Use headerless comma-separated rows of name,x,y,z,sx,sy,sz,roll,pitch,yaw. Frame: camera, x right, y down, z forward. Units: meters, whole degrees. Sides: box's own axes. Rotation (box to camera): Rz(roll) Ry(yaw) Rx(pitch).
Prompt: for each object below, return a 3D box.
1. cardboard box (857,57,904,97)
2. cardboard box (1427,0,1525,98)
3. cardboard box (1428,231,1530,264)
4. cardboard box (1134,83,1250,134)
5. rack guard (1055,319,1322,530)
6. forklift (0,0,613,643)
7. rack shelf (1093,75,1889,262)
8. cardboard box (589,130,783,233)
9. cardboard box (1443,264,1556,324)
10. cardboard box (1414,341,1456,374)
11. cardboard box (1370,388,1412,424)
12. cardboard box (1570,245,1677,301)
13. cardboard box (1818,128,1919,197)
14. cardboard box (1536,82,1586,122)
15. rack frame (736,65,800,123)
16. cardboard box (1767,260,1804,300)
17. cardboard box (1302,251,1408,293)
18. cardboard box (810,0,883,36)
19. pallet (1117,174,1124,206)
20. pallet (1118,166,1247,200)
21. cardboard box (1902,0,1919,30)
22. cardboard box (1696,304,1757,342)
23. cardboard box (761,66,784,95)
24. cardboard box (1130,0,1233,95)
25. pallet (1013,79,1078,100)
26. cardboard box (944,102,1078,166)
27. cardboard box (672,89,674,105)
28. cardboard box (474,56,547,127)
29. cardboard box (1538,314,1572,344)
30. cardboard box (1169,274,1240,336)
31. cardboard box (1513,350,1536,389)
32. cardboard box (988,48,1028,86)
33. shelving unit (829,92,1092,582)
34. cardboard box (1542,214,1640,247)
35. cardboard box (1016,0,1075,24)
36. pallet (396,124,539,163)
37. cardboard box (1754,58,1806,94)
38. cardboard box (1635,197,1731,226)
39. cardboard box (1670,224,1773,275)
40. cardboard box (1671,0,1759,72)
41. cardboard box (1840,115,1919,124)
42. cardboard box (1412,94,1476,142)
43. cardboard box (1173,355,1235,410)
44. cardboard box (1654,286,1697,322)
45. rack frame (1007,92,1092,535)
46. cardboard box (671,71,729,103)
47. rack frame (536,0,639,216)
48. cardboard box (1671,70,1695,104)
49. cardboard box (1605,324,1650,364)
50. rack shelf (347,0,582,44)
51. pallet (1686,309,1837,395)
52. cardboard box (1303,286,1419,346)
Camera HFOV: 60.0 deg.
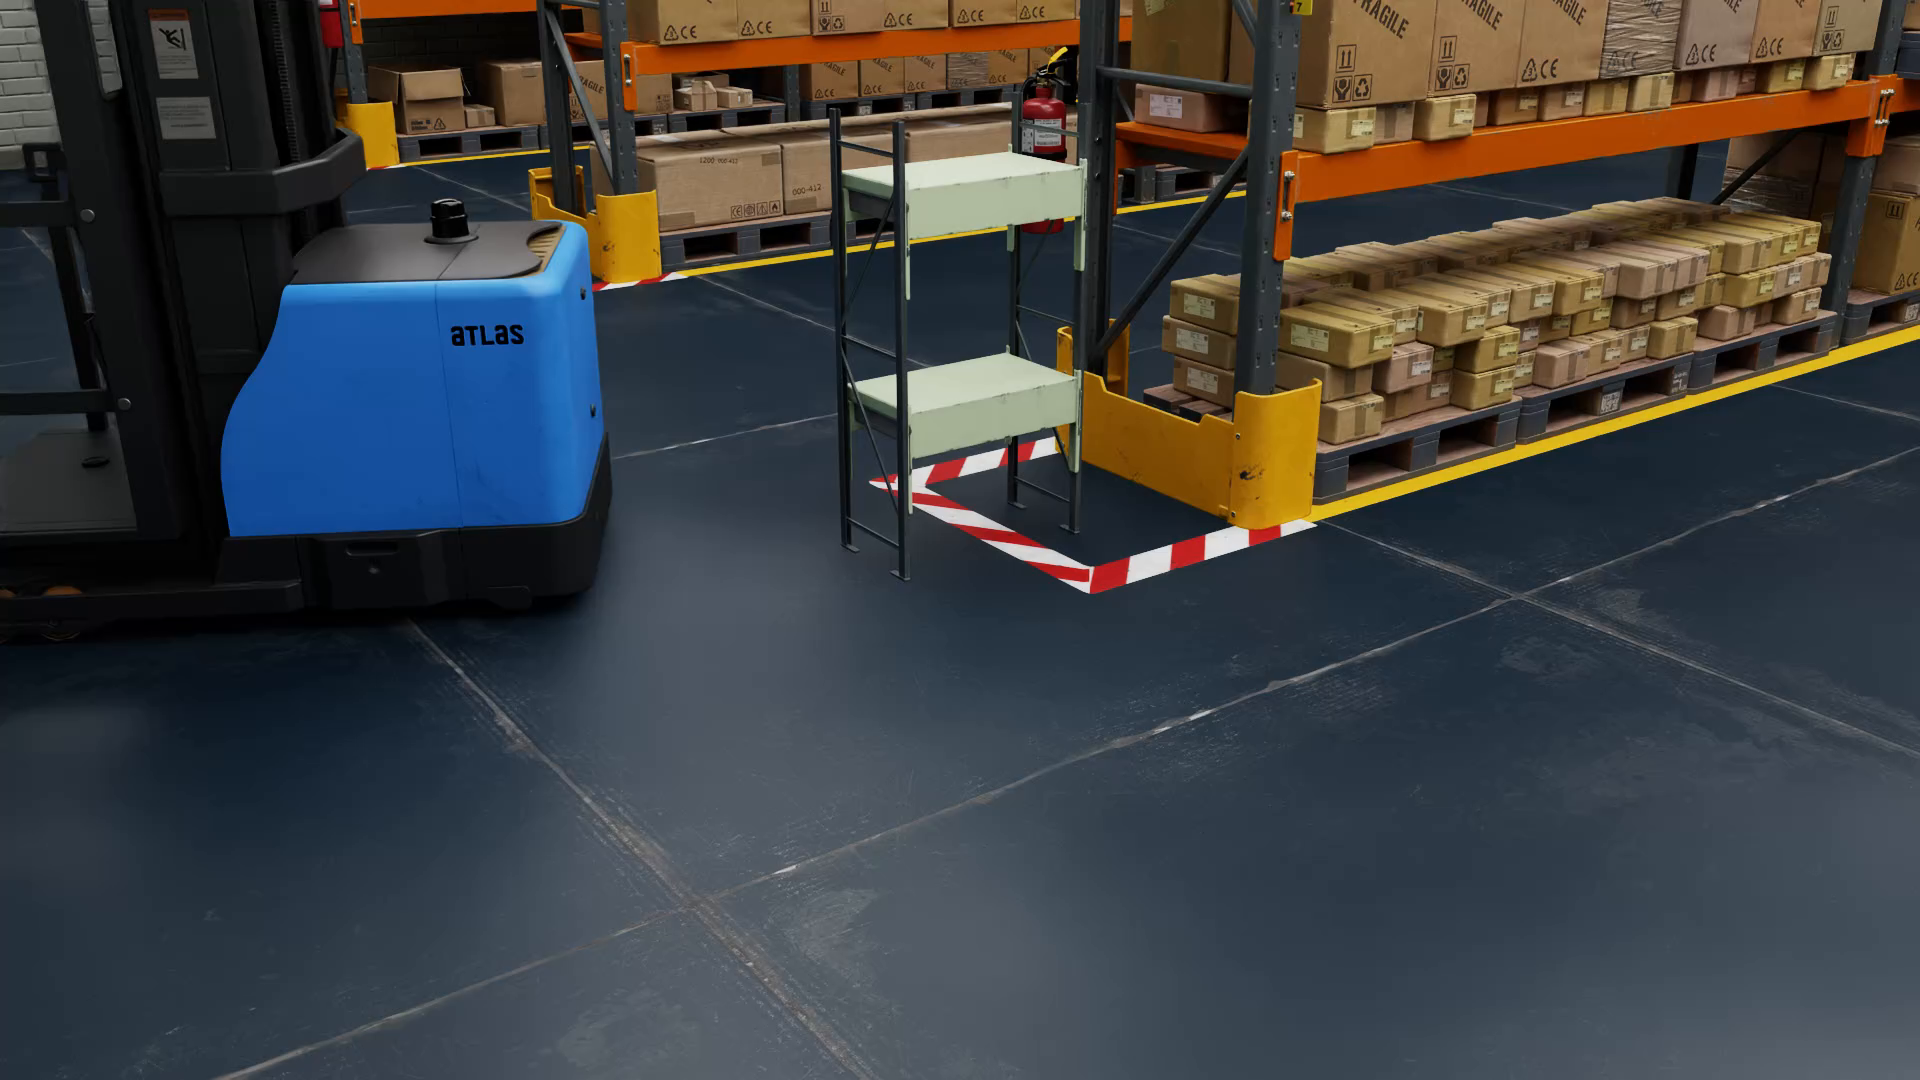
cardboard box,-0.894,-4.630,16.259,0.500,0.500,0.500,-15,26,-34
cardboard box,1.729,-1.937,6.168,0.500,0.500,0.500,-15,26,-33
cardboard box,2.346,-1.285,7.548,0.250,0.149,0.380,-15,26,-33
cardboard box,0.883,-1.654,6.333,0.250,0.149,0.380,-15,26,-33
rack guard,0.845,-0.471,6.401,0.348,0.500,1.175,-15,26,-33
forklift,-2.738,-1.220,5.085,3.031,2.867,1.129,-2,22,-6
rack shelf,2.407,-1.714,7.115,4.000,0.370,1.077,-15,26,-33
cardboard box,-1.712,-2.261,10.405,0.875,0.438,0.875,-16,27,-35
cardboard box,2.223,-1.021,6.886,0.250,0.149,0.380,-14,26,-31
cardboard box,1.761,-0.782,6.688,0.250,0.149,0.380,-15,26,-32
cardboard box,1.560,-0.585,6.594,0.250,0.149,0.380,-15,26,-33
cardboard box,2.878,-1.169,7.255,0.250,0.149,0.380,-16,27,-35
cardboard box,4.784,-1.944,8.515,0.500,0.250,0.500,-16,27,-35
cardboard box,2.251,-1.773,6.632,0.250,0.149,0.380,-16,27,-34
rack frame,-1.845,-5.441,15.484,0.127,3.000,1.000,-15,26,-33
cardboard box,3.748,-1.264,7.895,0.250,0.149,0.380,-16,27,-35
cardboard box,1.686,-1.122,7.137,0.250,0.149,0.380,-16,27,-35
cardboard box,-0.815,-3.369,10.157,0.500,0.500,0.500,-15,26,-33
pallet,0.394,-2.512,11.907,1.213,0.211,1.003,-15,26,-33
pallet,1.640,-2.843,12.736,1.213,0.211,1.003,-15,26,-33
cardboard box,4.619,-2.506,7.902,0.250,0.149,0.380,-16,27,-35
cardboard box,3.474,-1.057,7.778,0.250,0.149,0.380,-16,27,-35
cardboard box,-1.619,-4.670,16.359,0.500,0.500,0.500,-15,26,-33
cardboard box,0.998,-1.975,6.261,0.500,0.500,0.500,-14,26,-32
pallet,0.774,-4.861,17.794,1.213,0.211,1.003,-15,26,-33
cardboard box,0.485,-2.850,11.881,0.875,0.438,0.875,-15,26,-34
cardboard box,-2.871,-4.146,15.519,0.250,0.149,0.380,-15,26,-34
cardboard box,-3.823,-3.886,14.394,0.500,0.500,0.700,-14,26,-31
cardboard box,2.388,-0.962,7.140,0.250,0.149,0.380,-13,25,-30
cardboard box,1.065,-0.953,6.715,0.250,0.149,0.380,-15,26,-32
cardboard box,2.181,-0.747,7.000,0.250,0.149,0.380,-15,26,-33
cardboard box,0.349,-4.965,17.098,0.500,0.500,0.500,-14,25,-31
shelving unit,0.005,-0.698,5.622,0.755,1.500,0.431,-15,26,-33
cardboard box,2.996,-1.441,7.939,0.250,0.149,0.380,-16,27,-34
cardboard box,0.416,-3.704,10.998,0.500,0.500,0.500,-16,27,-34
pallet,-4.383,-3.469,14.306,1.213,0.211,1.003,-15,26,-33
cardboard box,3.538,-2.104,7.460,0.250,0.149,0.380,-14,26,-31
cardboard box,3.629,-1.616,8.376,0.250,0.149,0.380,-14,26,-31
cardboard box,3.511,-1.350,7.709,0.250,0.149,0.380,-15,26,-33
cardboard box,2.976,-2.257,6.968,0.500,0.500,0.500,-15,26,-33
cardboard box,4.912,-2.208,9.176,0.500,0.250,0.500,-14,25,-30
cardboard box,1.670,-1.580,6.147,0.250,0.149,0.380,-16,27,-34
cardboard box,1.089,-0.663,6.790,0.250,0.149,0.380,-14,26,-32
cardboard box,3.084,-1.115,7.522,0.250,0.149,0.380,-14,26,-32
rack frame,0.303,-0.777,5.821,0.023,1.500,0.400,-15,26,-33
cardboard box,-2.519,-4.315,15.724,0.500,0.311,0.500,-14,26,-31
rack frame,-2.190,-3.083,9.574,0.127,3.000,1.000,-15,26,-33
cardboard box,2.873,-1.948,7.071,0.250,0.149,0.380,-15,26,-34
cardboard box,2.820,-0.904,7.395,0.250,0.149,0.380,-14,26,-32
rack shelf,-3.468,-4.674,14.533,4.000,0.370,1.077,-15,26,-33
pallet,3.506,-1.030,8.193,1.213,0.211,1.003,-15,26,-33
cardboard box,1.560,-0.870,6.506,0.250,0.149,0.380,-14,26,-32
